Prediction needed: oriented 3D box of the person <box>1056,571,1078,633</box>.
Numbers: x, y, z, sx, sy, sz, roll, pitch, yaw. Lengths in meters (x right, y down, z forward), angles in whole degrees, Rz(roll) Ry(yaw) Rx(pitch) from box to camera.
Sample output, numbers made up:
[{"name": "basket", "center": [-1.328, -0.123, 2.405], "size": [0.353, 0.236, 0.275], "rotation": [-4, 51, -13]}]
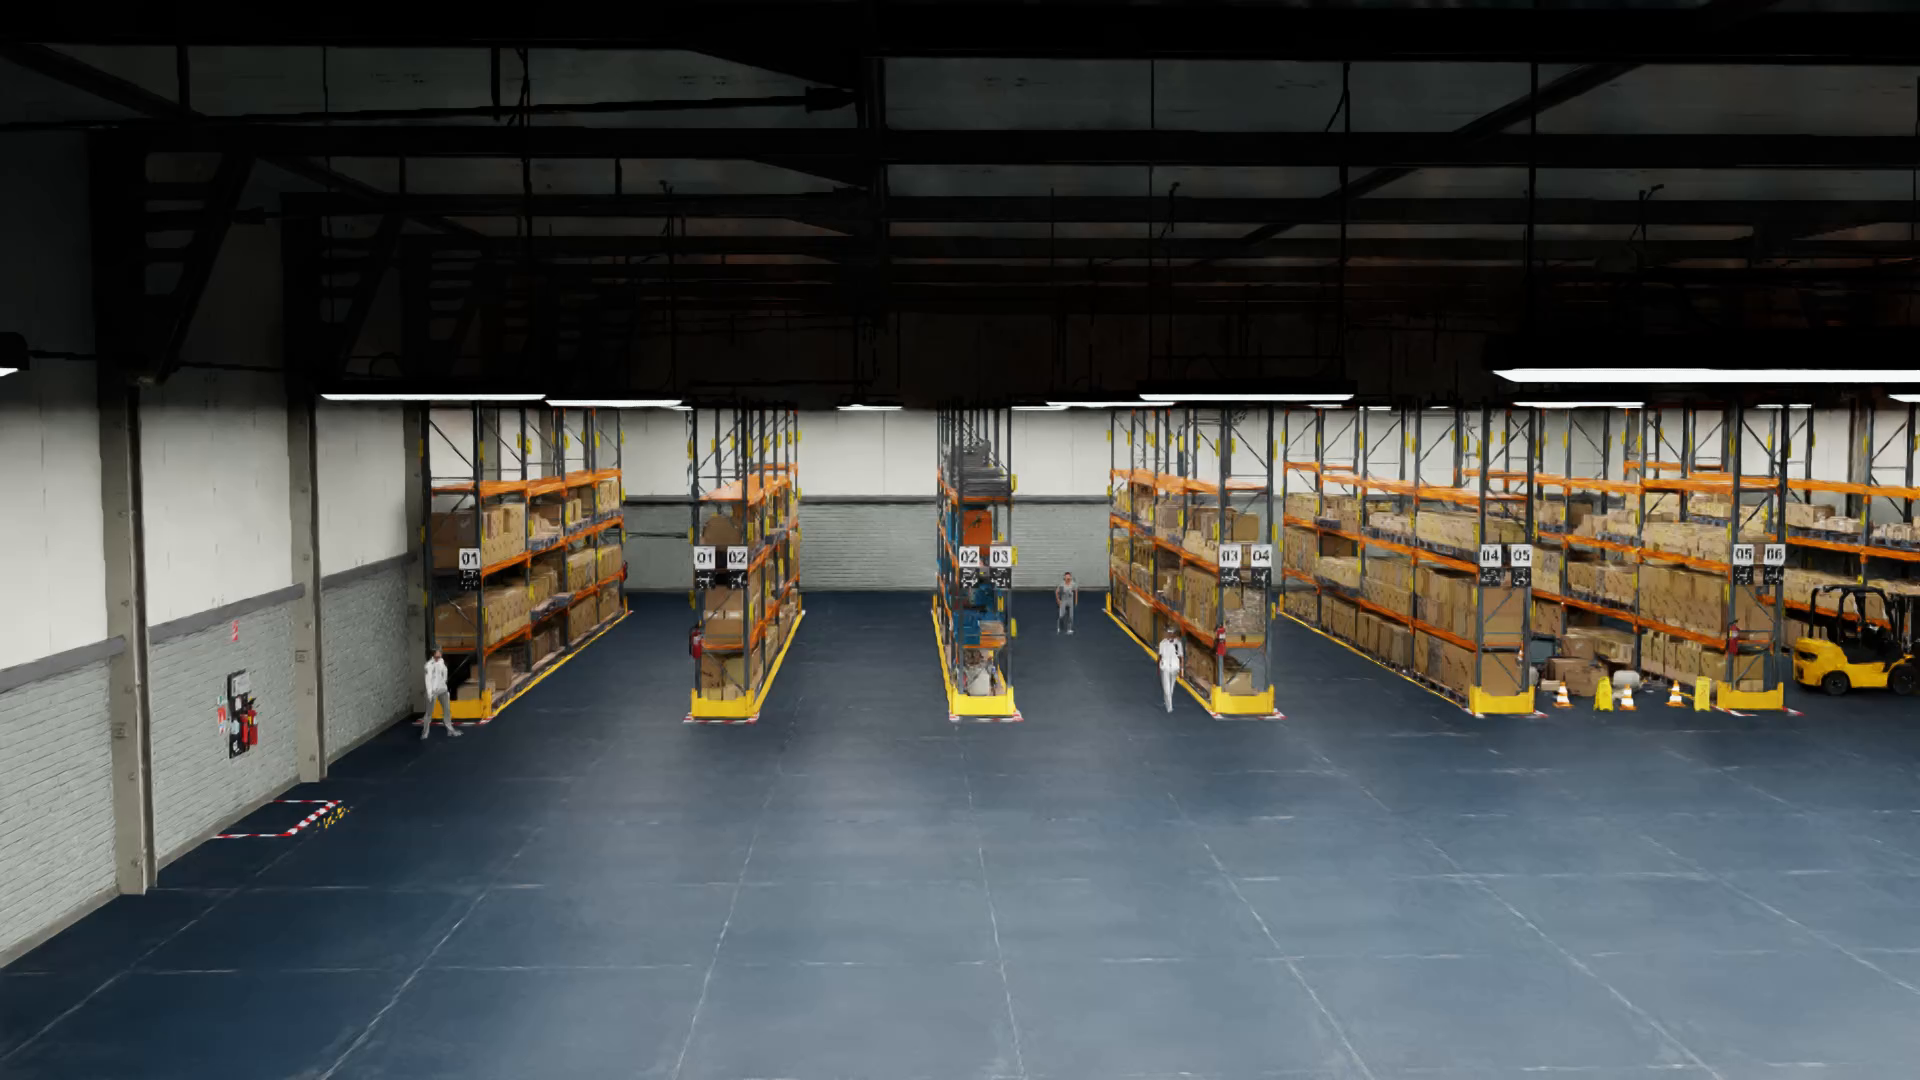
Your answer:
[{"name": "person", "center": [2.755, 1.607, 42.934], "size": [0.580, 1.619, 0.507], "rotation": [0, 4, -4]}]

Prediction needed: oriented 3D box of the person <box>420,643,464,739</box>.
[{"name": "person", "center": [-9.129, 2.627, 29.121], "size": [0.516, 1.671, 0.668], "rotation": [3, 5, 31]}]

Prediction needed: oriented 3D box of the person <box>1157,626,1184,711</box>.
[{"name": "person", "center": [4.037, 2.440, 31.747], "size": [0.464, 1.618, 1.010], "rotation": [0, 4, -5]}]

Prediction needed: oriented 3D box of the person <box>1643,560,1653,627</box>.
[{"name": "person", "center": [18.234, 1.413, 44.155], "size": [0.553, 1.771, 0.607], "rotation": [1, 5, 15]}]
